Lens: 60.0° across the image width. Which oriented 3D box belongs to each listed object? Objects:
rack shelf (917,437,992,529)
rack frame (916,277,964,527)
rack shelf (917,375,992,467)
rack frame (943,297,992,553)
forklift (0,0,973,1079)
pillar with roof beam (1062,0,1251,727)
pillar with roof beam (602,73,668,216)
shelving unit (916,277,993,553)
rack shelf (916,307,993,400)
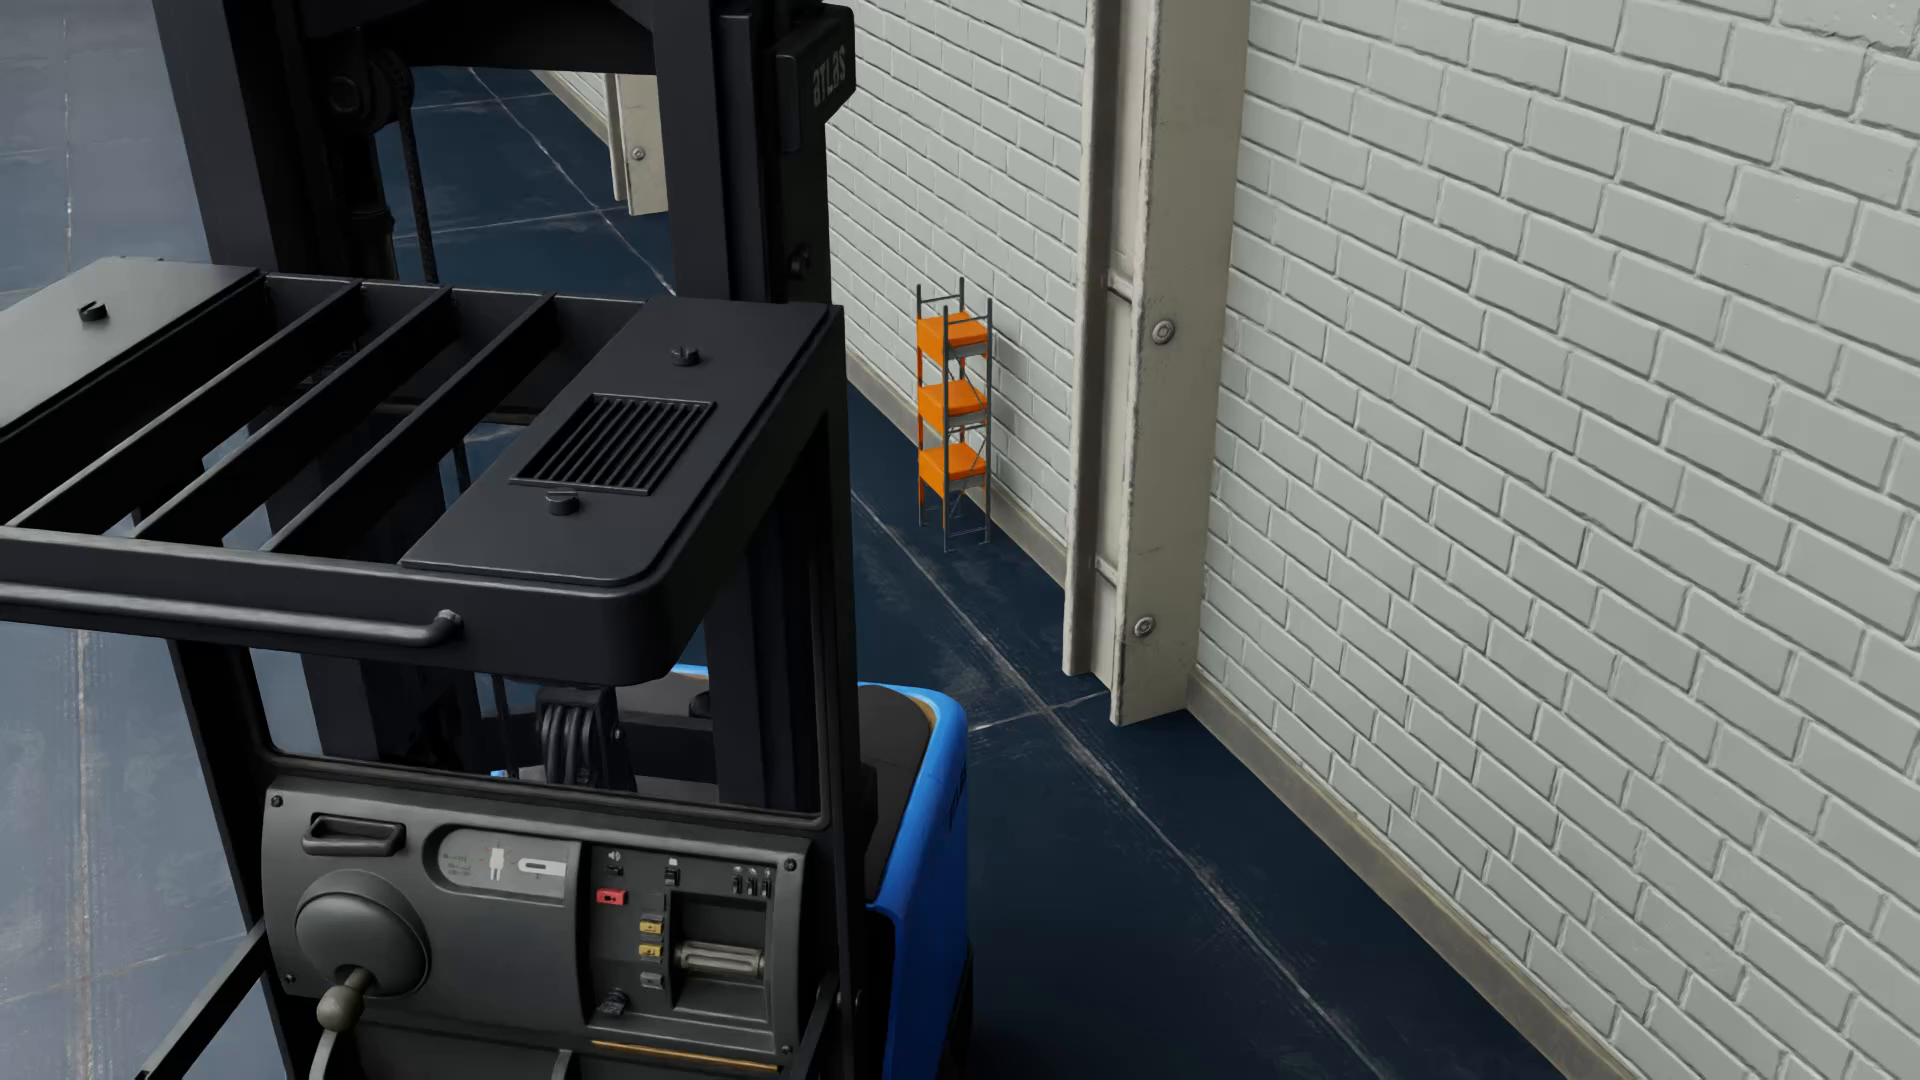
[{"bbox_3d":[-0.023,-0.230,6.676,0.215,0.259,0.240,-13,32,-22],"label":"rack shelf"},{"bbox_3d":[-0.075,-0.535,6.631,0.200,1.050,0.008,-13,32,-22],"label":"rack frame"},{"bbox_3d":[-0.023,-0.472,6.541,0.215,0.259,0.240,-13,32,-22],"label":"rack shelf"},{"bbox_3d":[0.029,-0.428,6.439,0.200,1.050,0.008,-13,32,-22],"label":"rack frame"},{"bbox_3d":[-0.742,0.679,2.542,1.130,2.935,3.031,5,30,9],"label":"forklift"},{"bbox_3d":[-3.303,-2.507,2.021,9.100,9.000,0.400,-13,32,-22],"label":"pillar with roof beam"},{"bbox_3d":[-5.879,-5.158,6.747,9.100,9.000,0.400,-13,32,-22],"label":"pillar with roof beam"},{"bbox_3d":[-0.023,-0.482,6.535,0.215,1.050,0.252,-13,32,-22],"label":"shelving unit"},{"bbox_3d":[-0.023,-0.720,6.402,0.215,0.259,0.240,-13,32,-22],"label":"rack shelf"}]
